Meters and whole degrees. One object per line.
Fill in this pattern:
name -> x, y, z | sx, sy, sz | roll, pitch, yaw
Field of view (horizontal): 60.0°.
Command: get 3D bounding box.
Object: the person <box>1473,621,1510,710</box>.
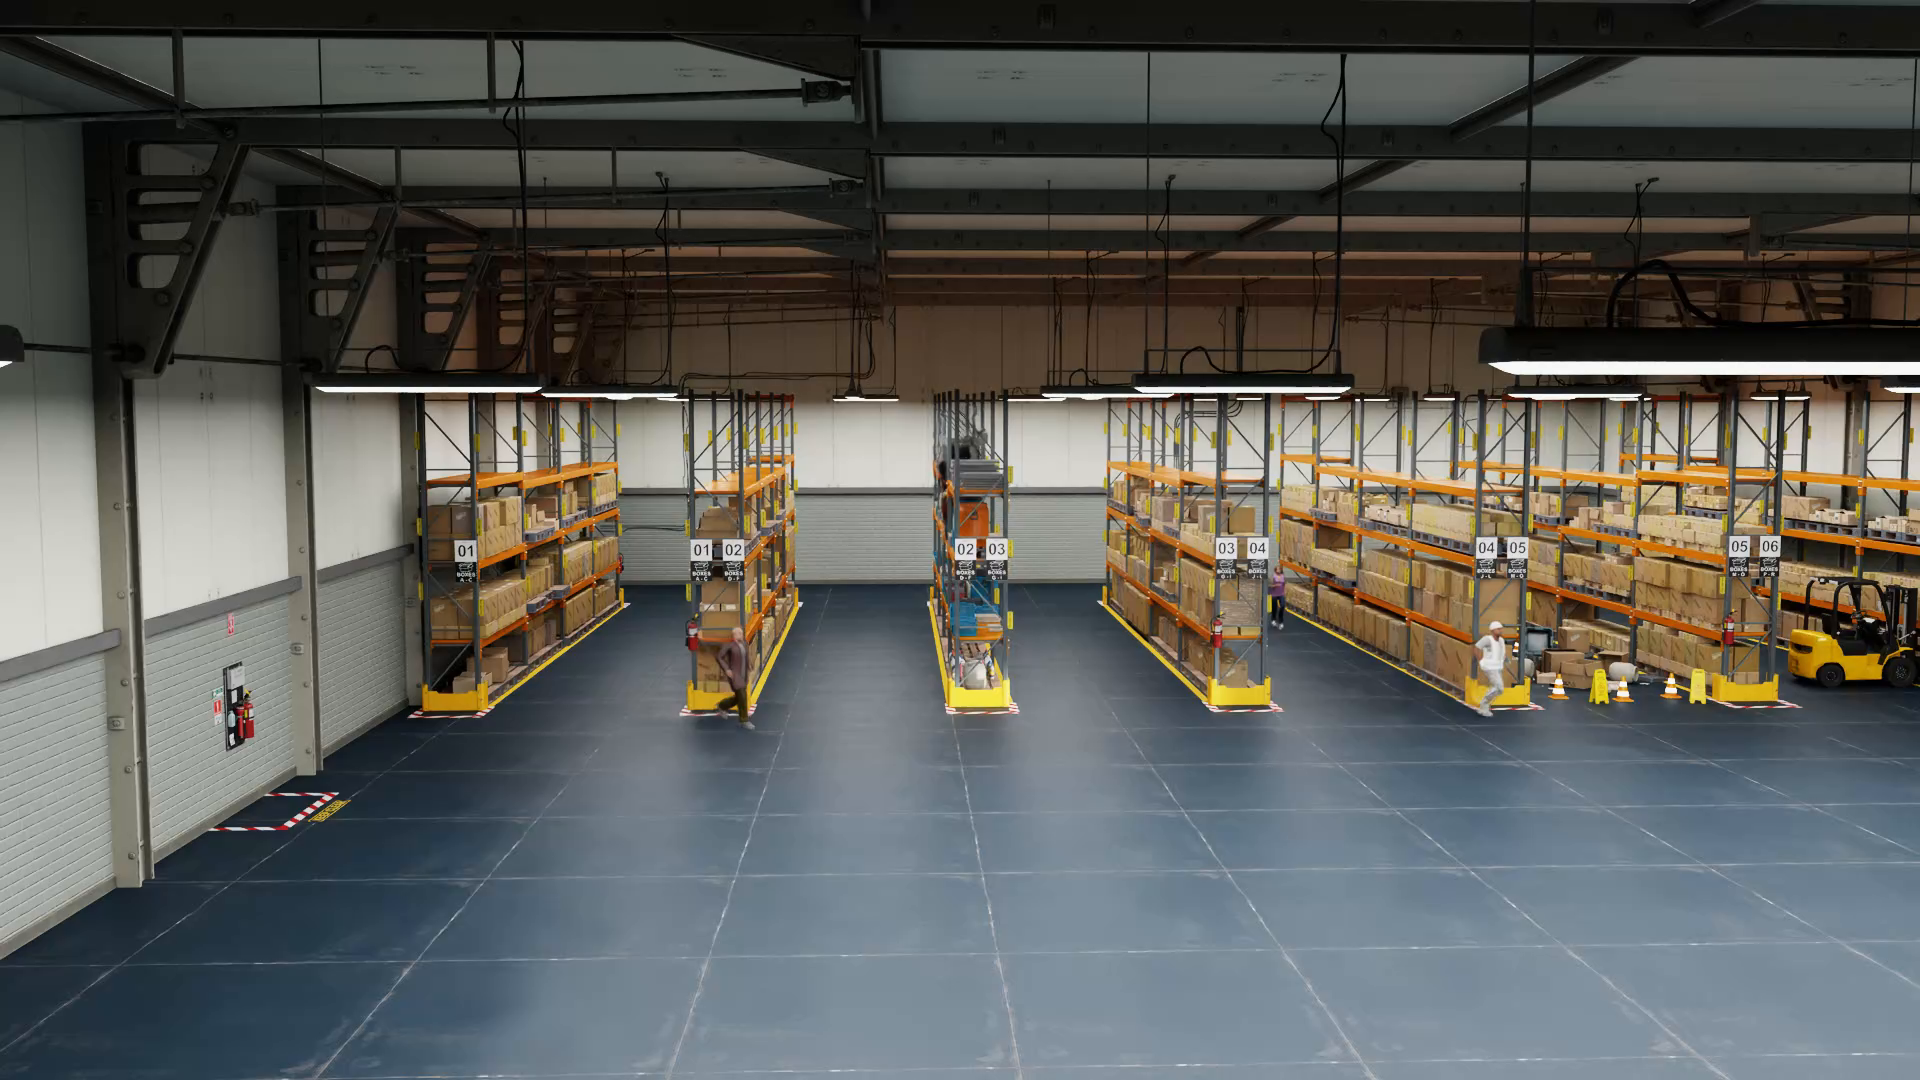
person -> 9.770, 2.330, 30.425 | 0.674, 1.684, 0.583 | -4, 6, -40

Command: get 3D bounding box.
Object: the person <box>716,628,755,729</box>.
person -> -4.009, 2.444, 29.625 | 0.934, 1.786, 0.734 | 3, 5, 30

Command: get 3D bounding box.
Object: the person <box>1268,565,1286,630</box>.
person -> 8.118, 1.456, 42.470 | 0.517, 1.642, 0.683 | 0, 5, -3
